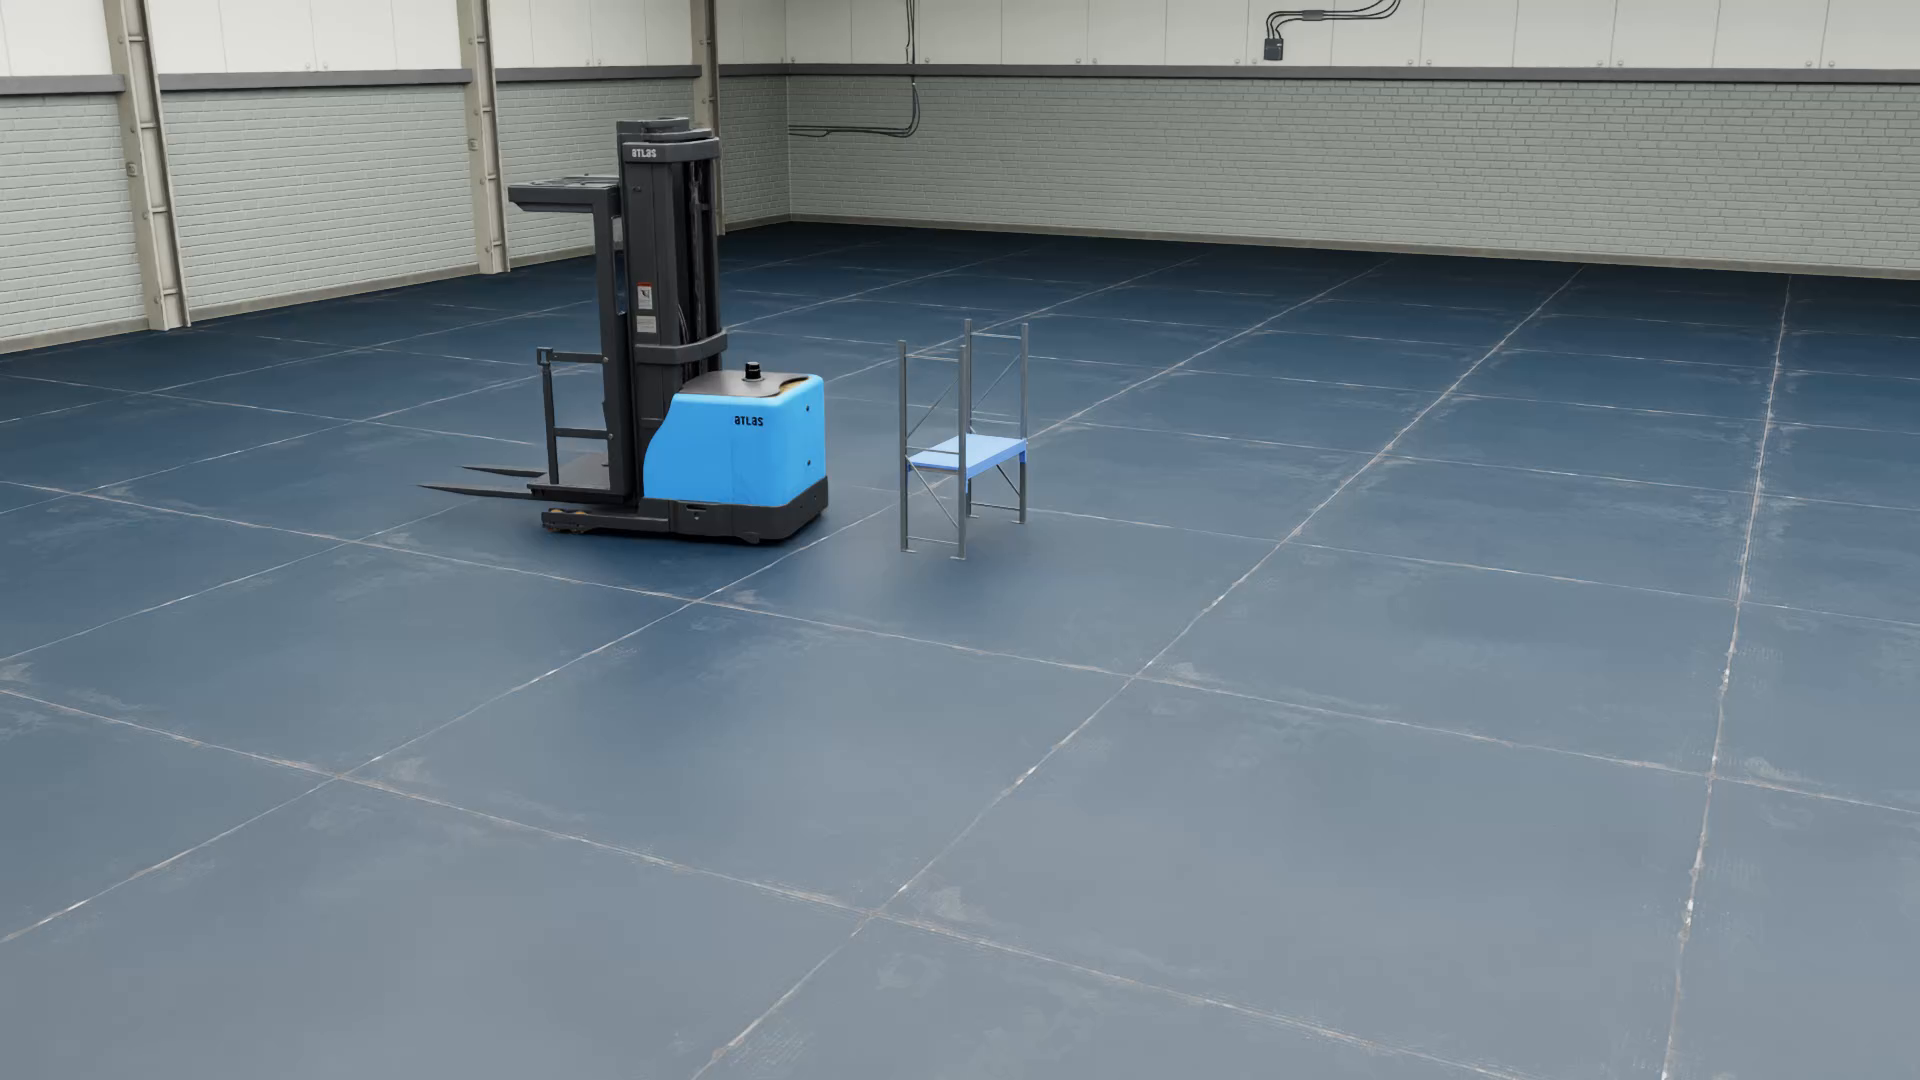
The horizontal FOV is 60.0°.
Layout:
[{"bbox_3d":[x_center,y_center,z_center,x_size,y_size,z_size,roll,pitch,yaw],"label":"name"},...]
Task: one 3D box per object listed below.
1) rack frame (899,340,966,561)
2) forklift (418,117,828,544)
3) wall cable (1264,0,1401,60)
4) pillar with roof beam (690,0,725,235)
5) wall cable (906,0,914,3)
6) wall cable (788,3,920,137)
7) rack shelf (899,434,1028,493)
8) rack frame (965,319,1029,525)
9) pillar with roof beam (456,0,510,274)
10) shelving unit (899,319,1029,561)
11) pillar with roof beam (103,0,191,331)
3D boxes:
[{"bbox_3d":[-0.189,-0.611,11.448,0.500,1.500,0.032,8,18,25],"label":"rack frame"},{"bbox_3d":[-2.577,-1.588,12.222,3.031,2.935,1.130,4,17,14],"label":"forklift"},{"bbox_3d":[6.314,-11.071,27.520,2.305,6.003,0.169,8,18,25],"label":"wall cable"},{"bbox_3d":[-0.820,-9.522,28.280,9.100,9.000,0.400,8,18,25],"label":"pillar with roof beam"},{"bbox_3d":[0.248,-11.241,30.648,3.097,2.526,0.112,8,18,25],"label":"wall cable"},{"bbox_3d":[-2.172,-9.164,32.526,3.097,2.526,0.112,8,18,25],"label":"wall cable"},{"bbox_3d":[0.038,-0.568,11.935,0.538,0.185,1.000,8,18,25],"label":"rack shelf"},{"bbox_3d":[0.265,-0.870,12.320,0.500,1.500,0.032,8,18,25],"label":"rack frame"},{"bbox_3d":[-3.501,-7.994,23.134,9.100,9.000,0.400,8,18,25],"label":"pillar with roof beam"},{"bbox_3d":[0.038,-0.741,11.884,0.538,1.500,1.048,8,18,25],"label":"shelving unit"},{"bbox_3d":[-6.182,-6.466,17.989,9.100,9.000,0.400,8,18,25],"label":"pillar with roof beam"}]
